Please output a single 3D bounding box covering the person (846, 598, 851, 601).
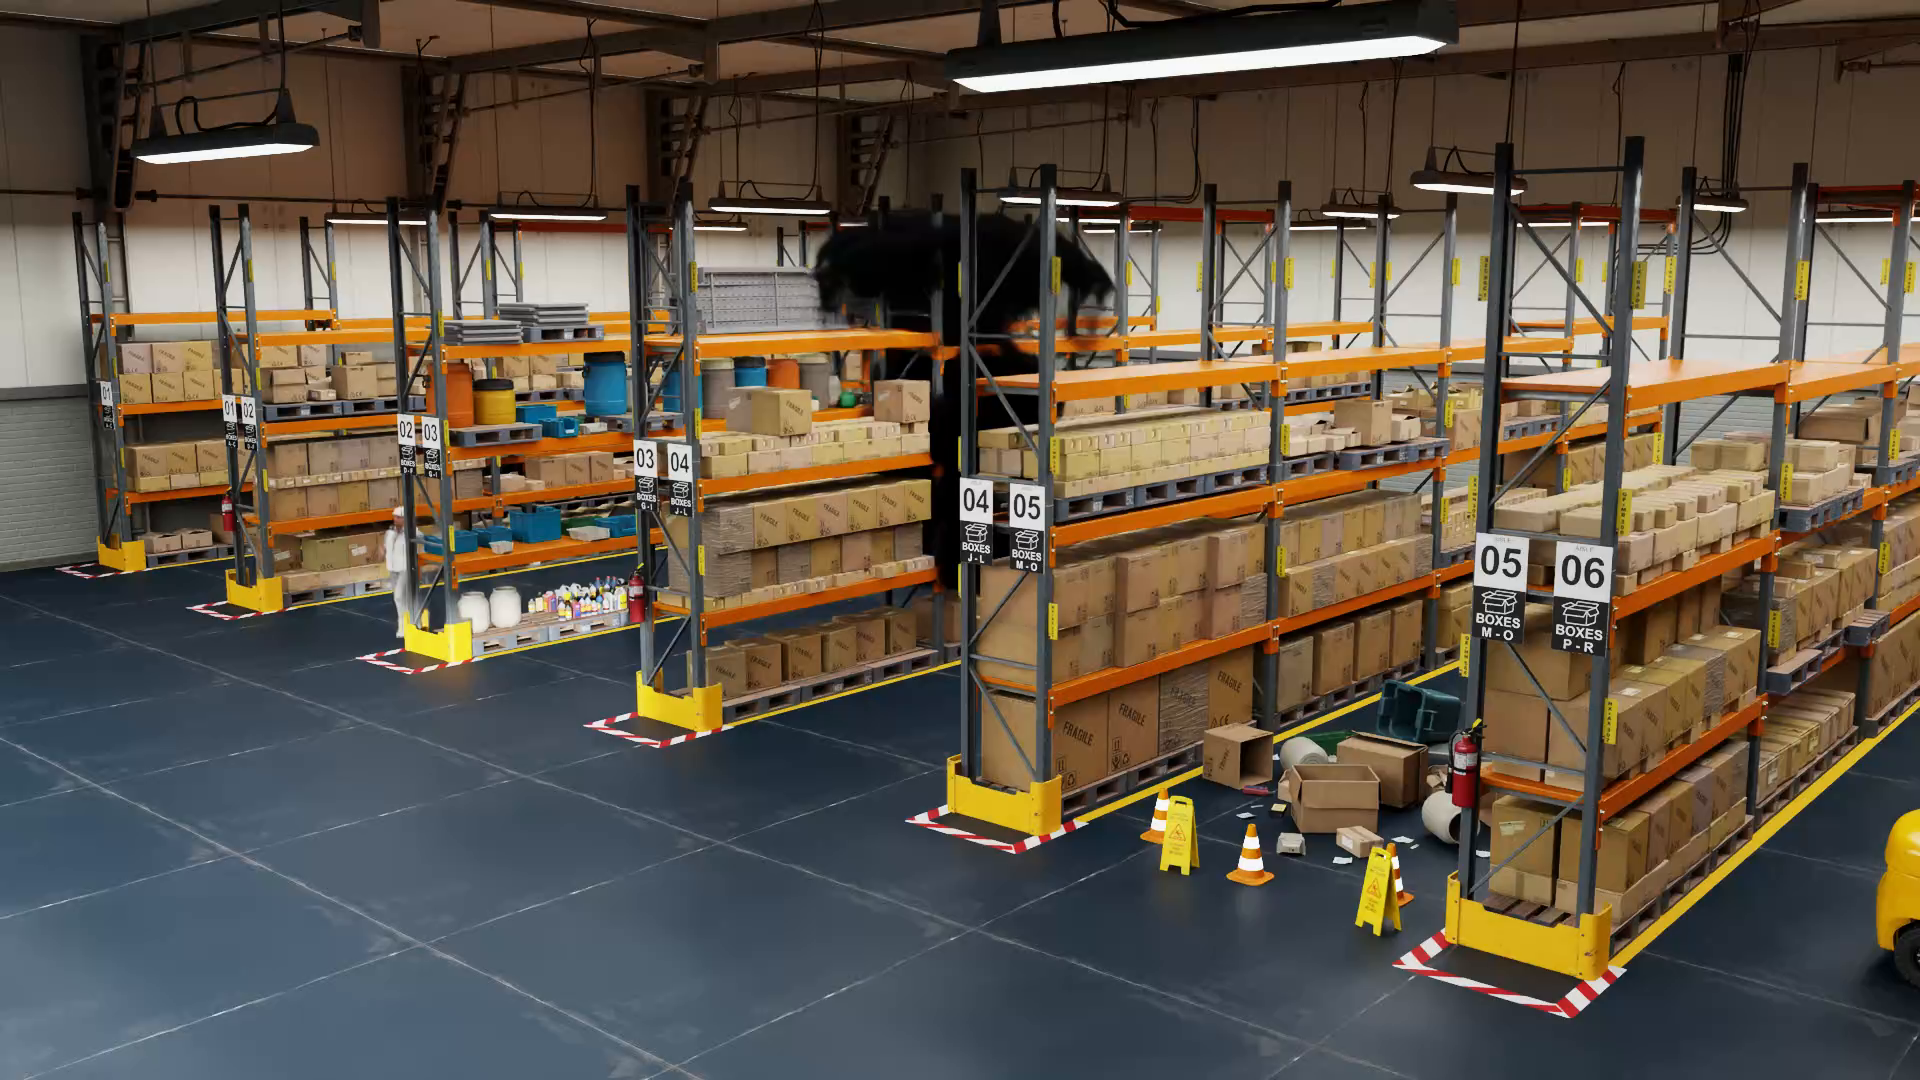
[{"bbox_3d":[-1.553,0.022,24.473,0.603,1.721,0.764,6,11,32],"label":"person"}]

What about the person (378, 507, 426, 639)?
[{"bbox_3d":[-7.804,0.441,23.272,0.636,1.821,0.726,4,10,25],"label":"person"}]
